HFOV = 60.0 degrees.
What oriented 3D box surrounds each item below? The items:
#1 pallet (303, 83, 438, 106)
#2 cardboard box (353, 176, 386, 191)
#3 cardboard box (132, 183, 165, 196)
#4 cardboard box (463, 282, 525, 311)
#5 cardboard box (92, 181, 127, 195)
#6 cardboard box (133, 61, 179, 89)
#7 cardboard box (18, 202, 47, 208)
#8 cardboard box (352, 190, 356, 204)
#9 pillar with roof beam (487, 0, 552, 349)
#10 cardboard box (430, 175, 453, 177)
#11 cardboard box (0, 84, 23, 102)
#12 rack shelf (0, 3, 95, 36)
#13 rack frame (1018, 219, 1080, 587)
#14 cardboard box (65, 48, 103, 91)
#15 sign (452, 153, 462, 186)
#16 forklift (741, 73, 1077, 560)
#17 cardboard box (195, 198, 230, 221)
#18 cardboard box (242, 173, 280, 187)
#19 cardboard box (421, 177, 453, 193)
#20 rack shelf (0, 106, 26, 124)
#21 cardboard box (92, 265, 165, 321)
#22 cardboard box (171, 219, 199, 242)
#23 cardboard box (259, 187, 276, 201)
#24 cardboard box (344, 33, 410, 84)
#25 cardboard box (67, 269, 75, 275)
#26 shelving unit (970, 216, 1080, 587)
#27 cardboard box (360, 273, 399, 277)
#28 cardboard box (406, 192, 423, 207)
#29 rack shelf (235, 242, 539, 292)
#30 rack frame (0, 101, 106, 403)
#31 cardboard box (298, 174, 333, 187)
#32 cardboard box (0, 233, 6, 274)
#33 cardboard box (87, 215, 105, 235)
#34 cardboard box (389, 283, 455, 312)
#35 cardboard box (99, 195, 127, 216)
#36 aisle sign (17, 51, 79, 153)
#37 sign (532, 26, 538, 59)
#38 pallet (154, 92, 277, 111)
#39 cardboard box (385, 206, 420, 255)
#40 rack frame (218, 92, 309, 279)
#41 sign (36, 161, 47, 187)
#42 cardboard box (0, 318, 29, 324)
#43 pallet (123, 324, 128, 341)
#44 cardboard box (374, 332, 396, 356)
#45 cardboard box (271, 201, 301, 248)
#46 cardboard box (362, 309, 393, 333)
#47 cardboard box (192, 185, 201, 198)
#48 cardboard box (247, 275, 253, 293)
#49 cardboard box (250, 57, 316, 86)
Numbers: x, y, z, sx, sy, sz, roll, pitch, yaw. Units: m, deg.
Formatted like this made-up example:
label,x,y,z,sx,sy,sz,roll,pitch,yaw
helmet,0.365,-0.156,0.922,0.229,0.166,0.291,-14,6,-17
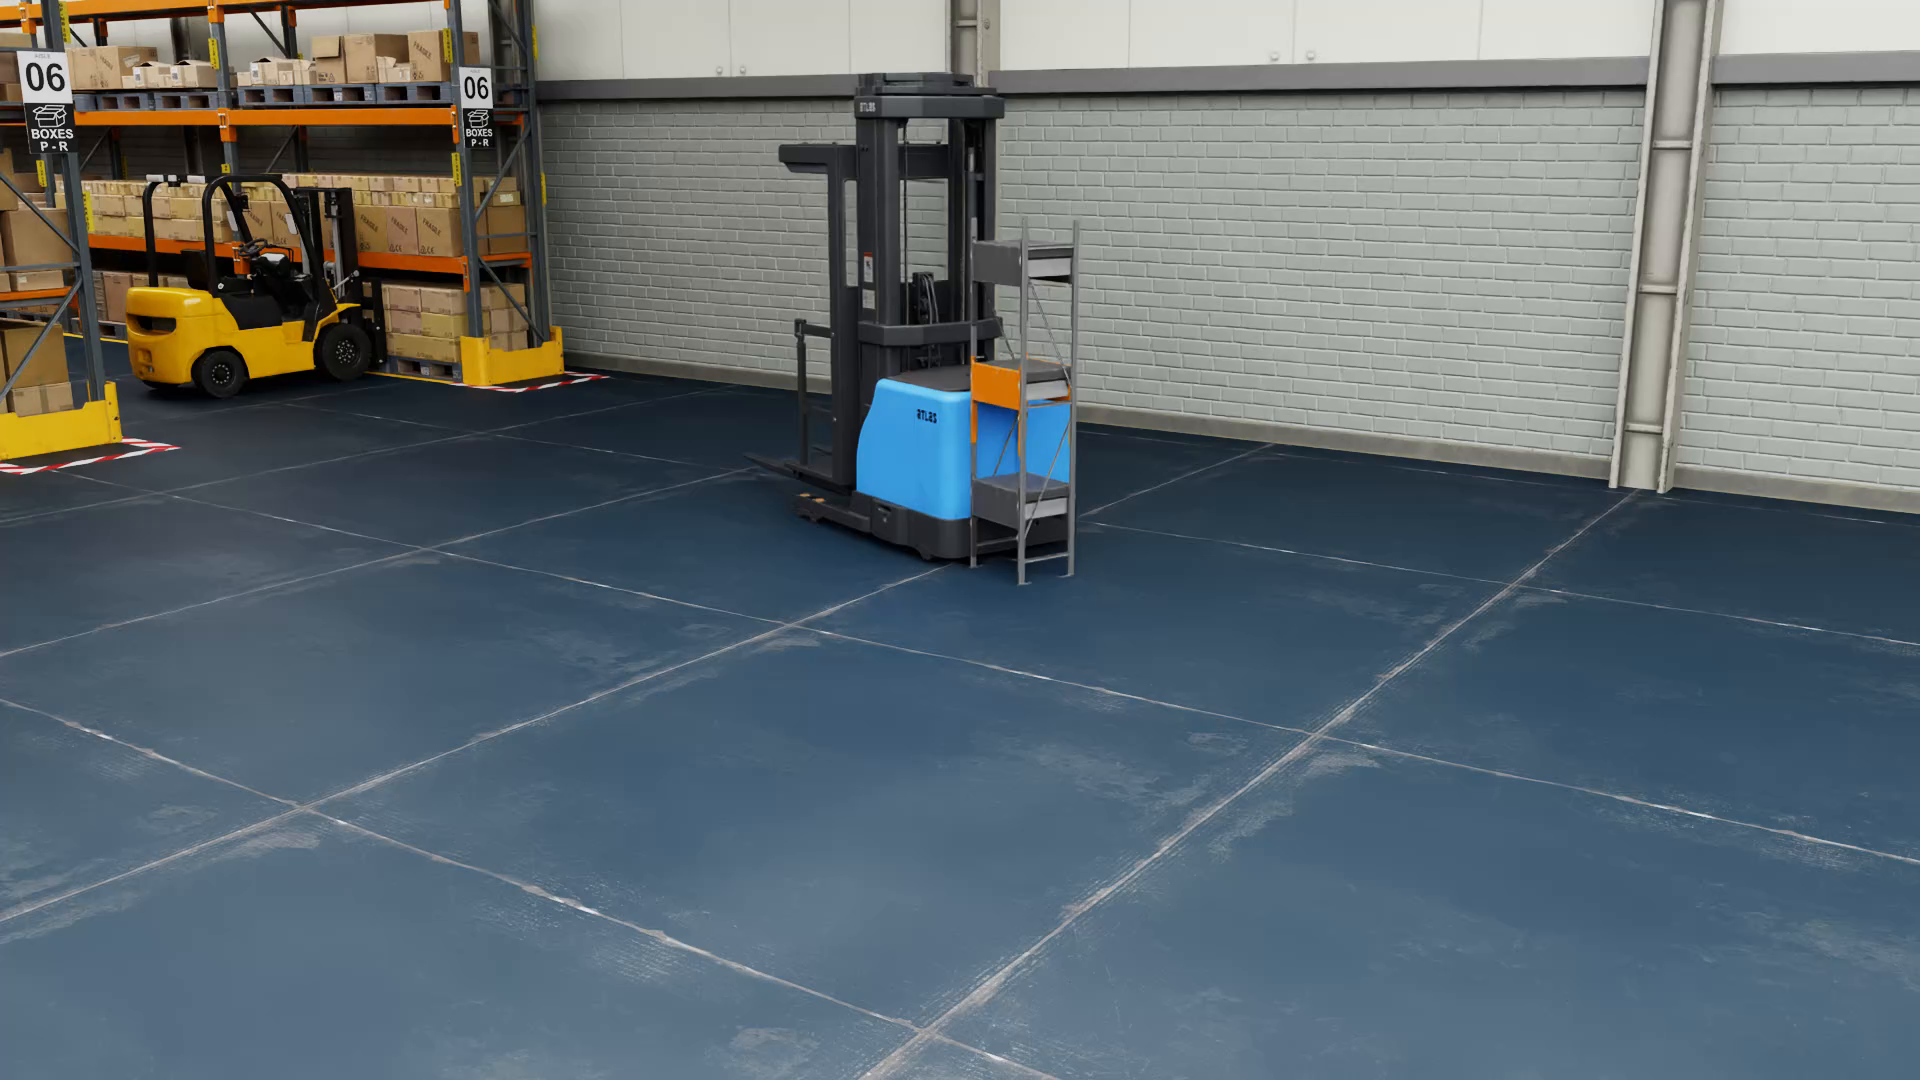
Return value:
label,x,y,z,sx,sy,sz,roll,pitch,yaw
pallet,-6.379,-4.868,18.186,1.213,0.211,1.003,9,17,33
cardboard box,-6.320,-3.856,17.981,0.250,0.149,0.380,10,17,34
cardboard box,-9.857,-4.278,20.305,0.250,0.149,0.380,9,16,31
cardboard box,-5.083,-2.648,18.044,0.500,0.250,0.500,9,16,32
cardboard box,-10.655,-4.428,20.912,0.250,0.149,0.380,9,17,33
cardboard box,-9.483,-5.544,19.838,0.500,0.311,0.500,9,16,31
cardboard box,-12.188,-4.357,21.832,0.250,0.149,0.380,10,17,34
cardboard box,-6.469,-3.764,18.227,0.250,0.149,0.380,9,17,32
pillar with roof beam,-7.268,-5.518,14.387,0.400,9.000,9.100,9,17,33
cardboard box,-5.572,-3.897,18.147,0.250,0.149,0.380,9,17,33
cardboard box,-7.651,-3.644,13.583,0.250,0.149,0.380,9,17,33
rack shelf,-13.088,-6.901,22.303,4.000,0.370,1.077,9,17,33
rack frame,0.510,-0.775,9.583,0.400,2.100,0.015,-9,17,-34
cardboard box,-10.963,-5.875,20.782,0.500,0.500,0.500,9,17,33
sign,-5.105,-3.762,16.875,0.005,0.325,0.100,9,17,33
forklift,-0.511,-1.600,11.187,1.130,2.935,3.031,-9,17,-34
cardboard box,-8.660,-3.912,19.657,0.500,0.250,0.500,9,16,32
cardboard box,-8.010,-4.133,19.101,0.250,0.149,0.380,10,17,34
cardboard box,-5.427,-3.732,17.479,0.250,0.149,0.380,9,17,33
rack shelf,-9.217,-3.576,14.281,4.000,0.370,1.077,9,17,33
cardboard box,-10.919,-3.229,21.692,0.625,0.625,0.875,10,17,35
cardboard box,-9.094,-3.736,19.987,0.500,0.250,0.500,9,17,32
cardboard box,-7.776,-3.961,19.025,0.250,0.149,0.380,10,17,34
cardboard box,-6.088,-5.116,17.716,0.500,0.500,0.700,9,17,33
cardboard box,-11.980,-3.585,22.041,0.250,0.149,0.380,8,16,30
shelving unit,0.371,-0.823,9.778,0.431,2.100,0.503,-9,17,-34
cardboard box,-6.752,-2.919,19.140,0.500,0.250,0.500,9,17,33
cardboard box,-5.644,-3.621,17.648,0.250,0.149,0.380,10,17,34
rack shelf,-6.450,-3.110,18.642,4.000,0.370,1.077,9,17,33
rack frame,-7.557,-2.201,13.472,0.127,3.000,1.000,9,17,33
cardboard box,-7.140,-4.000,18.560,0.250,0.149,0.380,9,16,32
cardboard box,-8.162,-2.412,13.496,0.500,0.500,0.500,9,16,32
cardboard box,-10.782,-4.014,21.110,0.500,0.250,0.500,9,16,32
cardboard box,-5.773,-2.612,17.902,0.500,0.250,0.500,10,17,34
cardboard box,-10.358,-4.184,20.756,0.500,0.250,0.500,9,16,31
aisle sign,-7.333,-3.516,13.375,0.004,0.787,0.394,9,17,33
sign,-4.476,-5.220,17.441,0.005,0.325,0.100,9,17,33
pallet,-8.849,-5.206,19.769,1.217,0.209,0.805,8,16,31
cardboard box,-5.771,-3.325,17.803,0.500,0.500,0.500,10,17,35
rack frame,-8.109,-3.728,19.639,0.127,3.000,1.000,9,17,33
sign,-11.723,-4.678,21.234,0.005,0.325,0.100,9,17,33
cardboard box,-8.529,-1.670,14.613,0.500,0.500,0.500,8,16,31
pallet,-9.759,-2.628,21.002,1.213,0.211,1.003,9,17,33
cardboard box,-6.174,-2.198,18.307,0.500,0.250,0.500,9,17,33
cardboard box,-7.445,-3.598,18.907,0.500,0.500,0.500,10,17,34
cardboard box,-6.219,-2.440,18.247,0.500,0.250,0.500,9,16,32
cardboard box,-8.915,-4.167,19.855,0.250,0.149,0.380,9,17,33
cardboard box,-7.883,-2.955,19.284,0.500,0.250,0.500,9,16,32
cardboard box,-7.555,-5.233,18.580,0.500,0.311,0.500,10,17,34
